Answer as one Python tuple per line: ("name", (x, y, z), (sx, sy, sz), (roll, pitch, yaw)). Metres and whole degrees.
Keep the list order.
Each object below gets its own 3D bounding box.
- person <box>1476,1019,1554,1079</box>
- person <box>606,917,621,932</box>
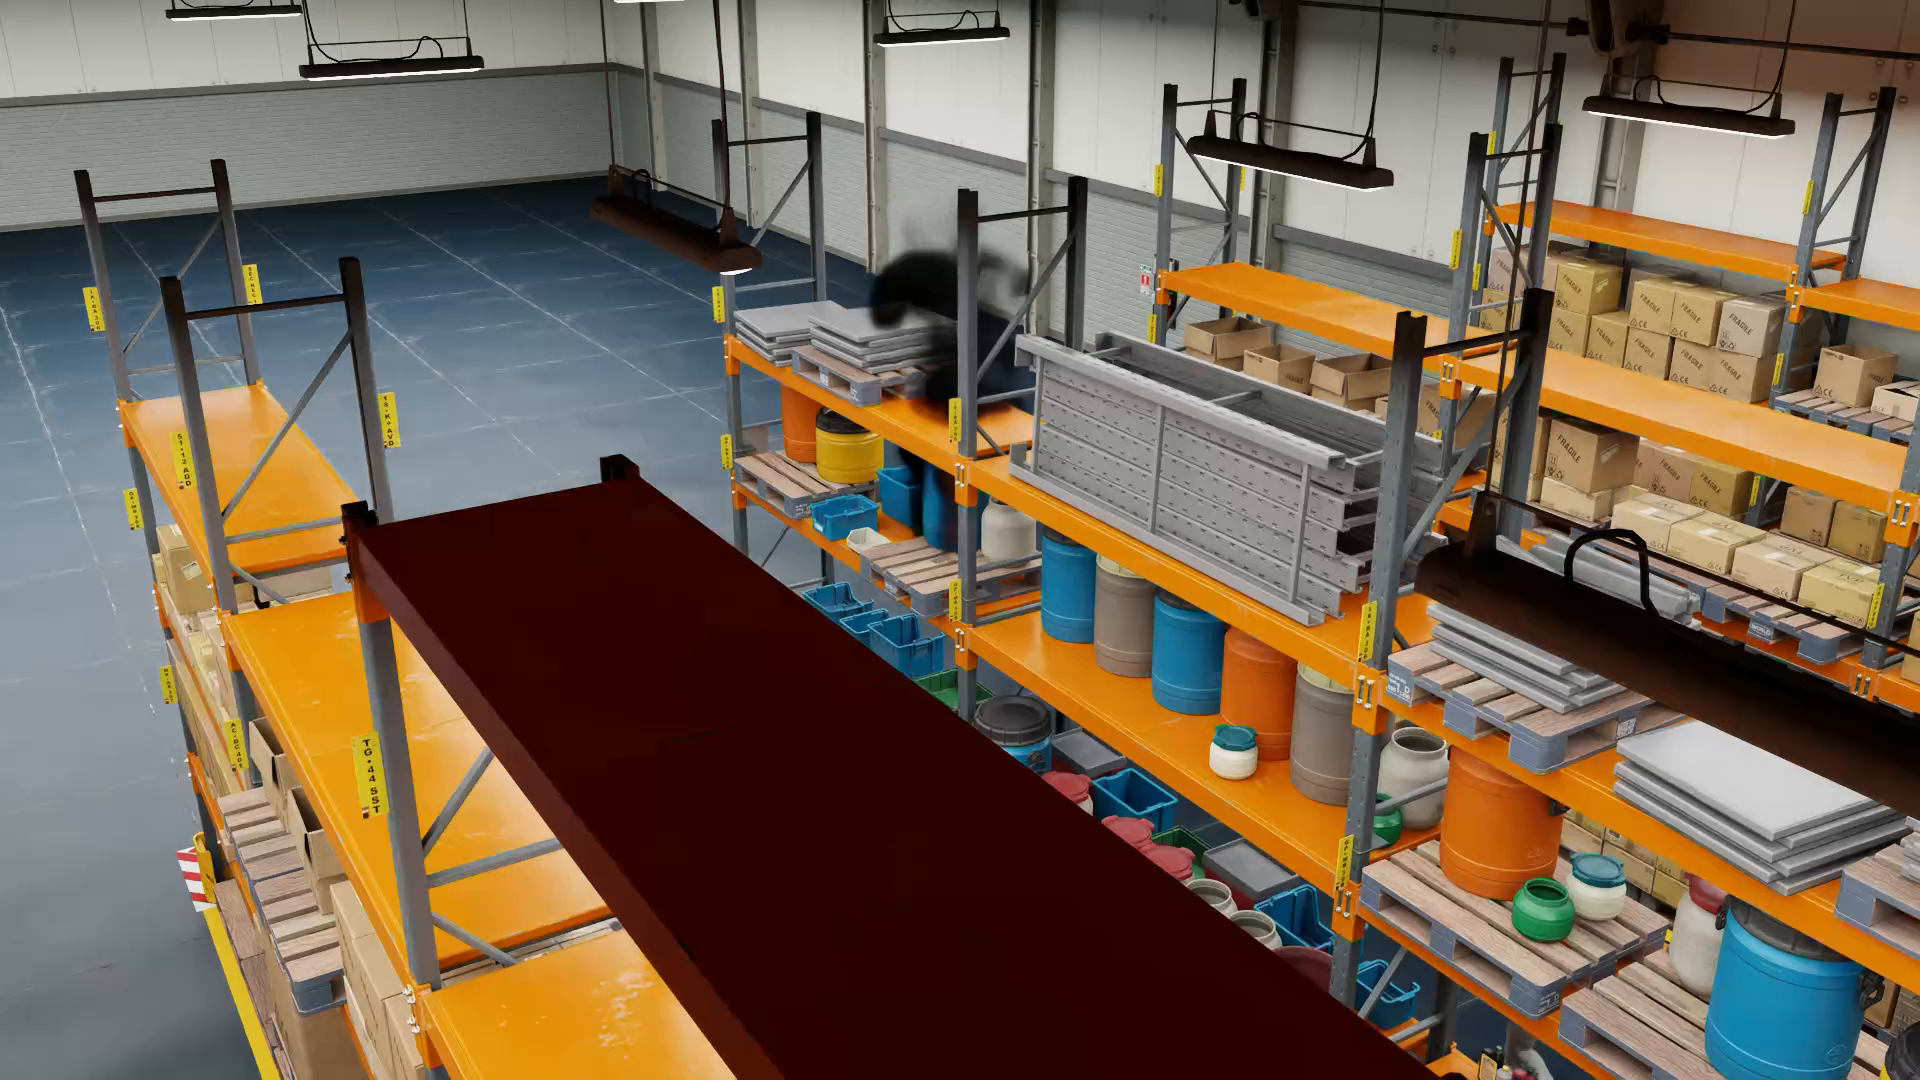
("person", (3.923, 3.144, 11.315), (0.617, 1.668, 0.837), (-14, 26, -32))
("person", (-2.707, 2.745, 12.227), (0.669, 1.739, 0.564), (-14, 26, -31))
